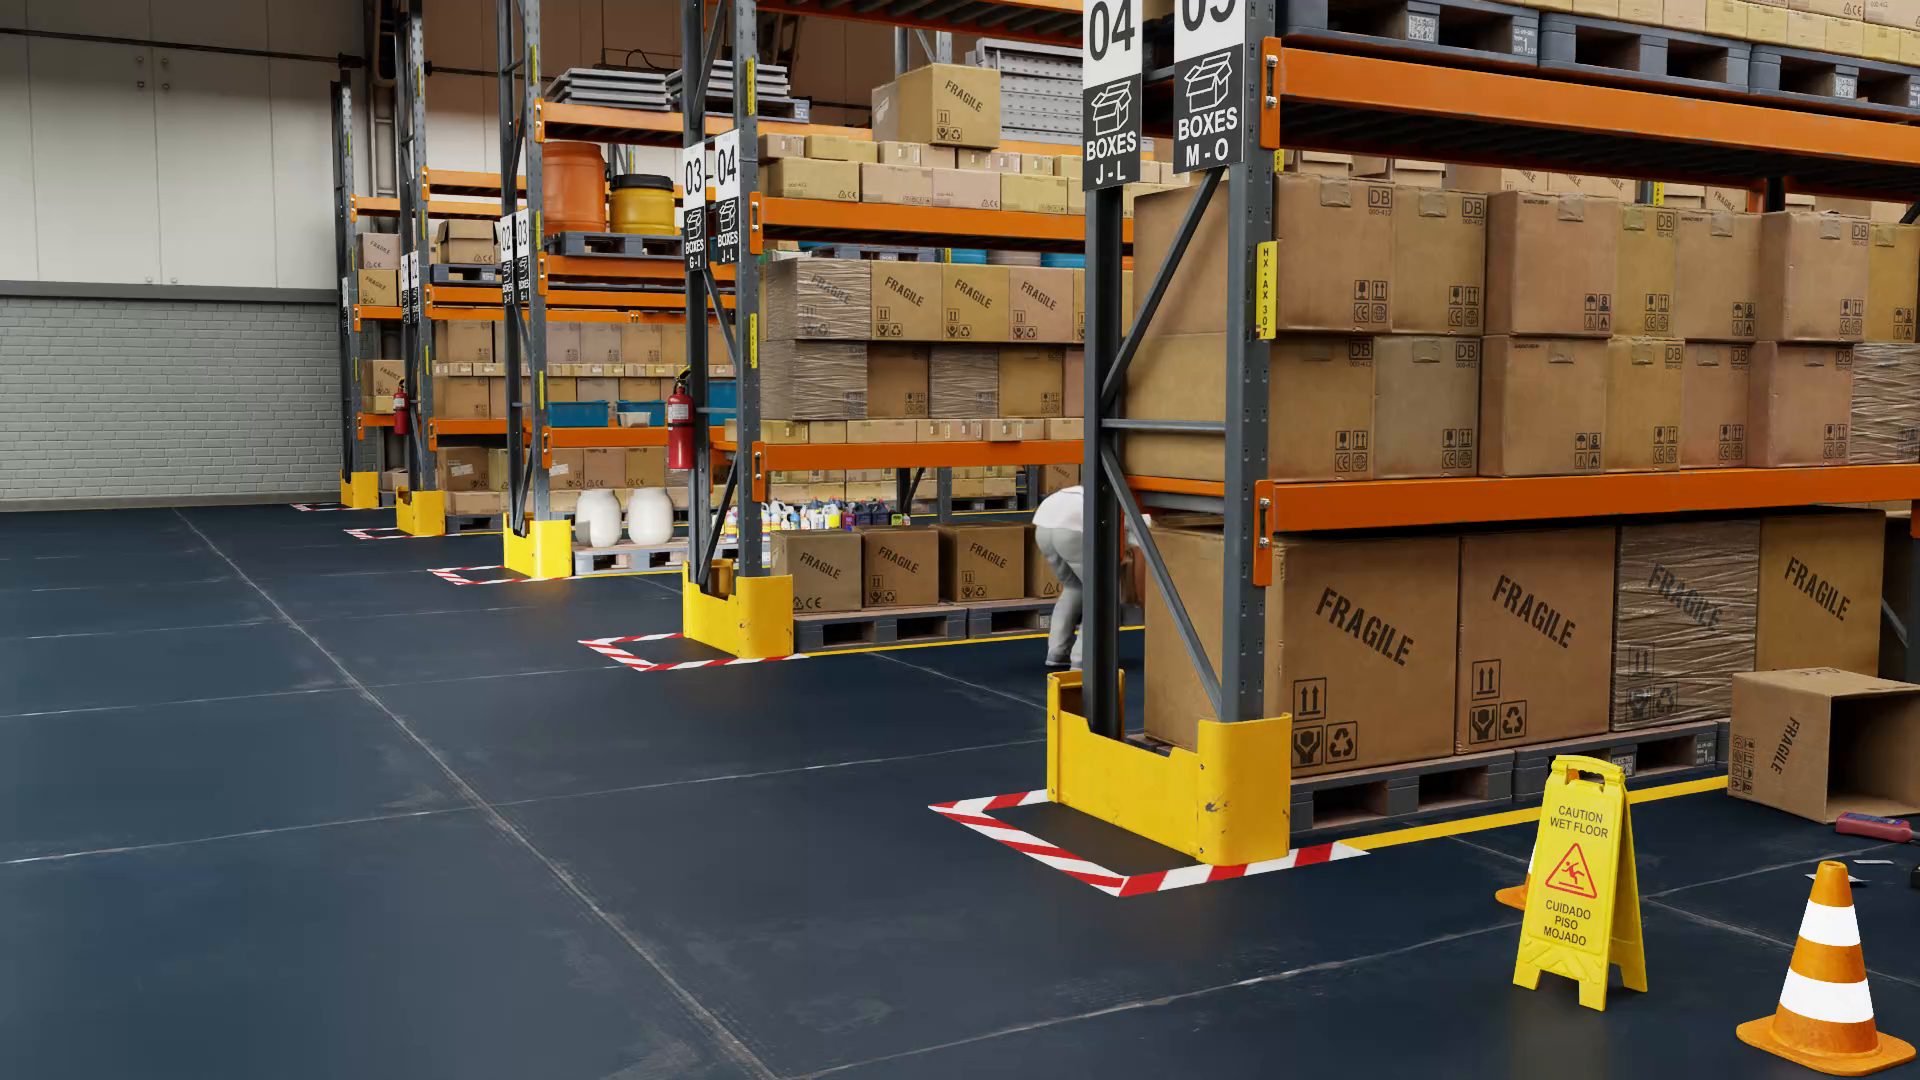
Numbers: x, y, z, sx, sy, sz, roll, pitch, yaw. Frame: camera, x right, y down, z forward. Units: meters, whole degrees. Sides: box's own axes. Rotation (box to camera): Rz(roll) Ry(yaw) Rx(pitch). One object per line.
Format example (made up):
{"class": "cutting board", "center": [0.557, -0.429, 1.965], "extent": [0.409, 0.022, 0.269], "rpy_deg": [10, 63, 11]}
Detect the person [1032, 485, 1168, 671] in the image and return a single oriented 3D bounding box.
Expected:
{"class": "person", "center": [0.880, 0.183, 9.849], "extent": [0.935, 1.153, 0.466], "rpy_deg": [-3, 6, -30]}
